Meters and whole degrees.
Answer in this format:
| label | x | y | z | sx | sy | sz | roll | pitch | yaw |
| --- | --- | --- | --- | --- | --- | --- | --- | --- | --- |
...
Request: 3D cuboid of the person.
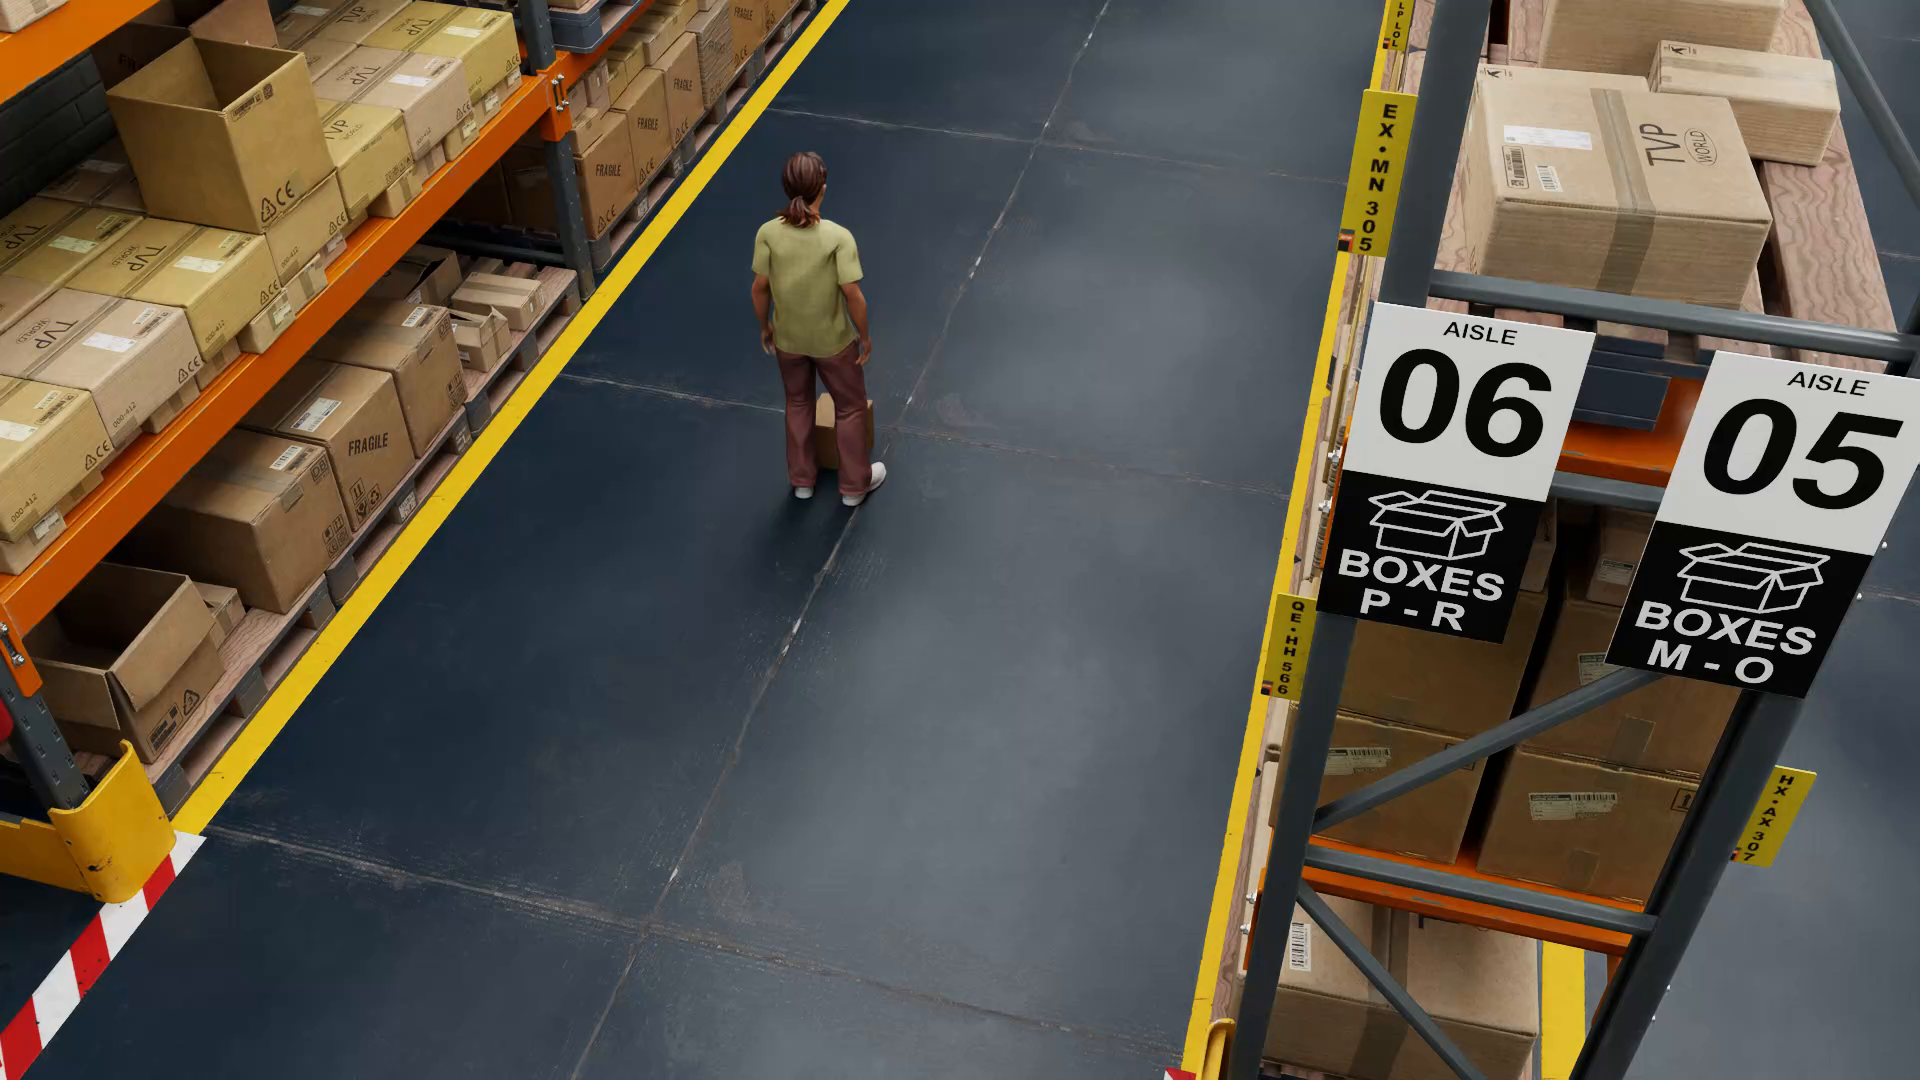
| label | x | y | z | sx | sy | sz | roll | pitch | yaw |
| --- | --- | --- | --- | --- | --- | --- | --- | --- | --- |
| person | -0.618 | -0.877 | 7.165 | 0.504 | 1.667 | 0.364 | 8 | 42 | 9 |
